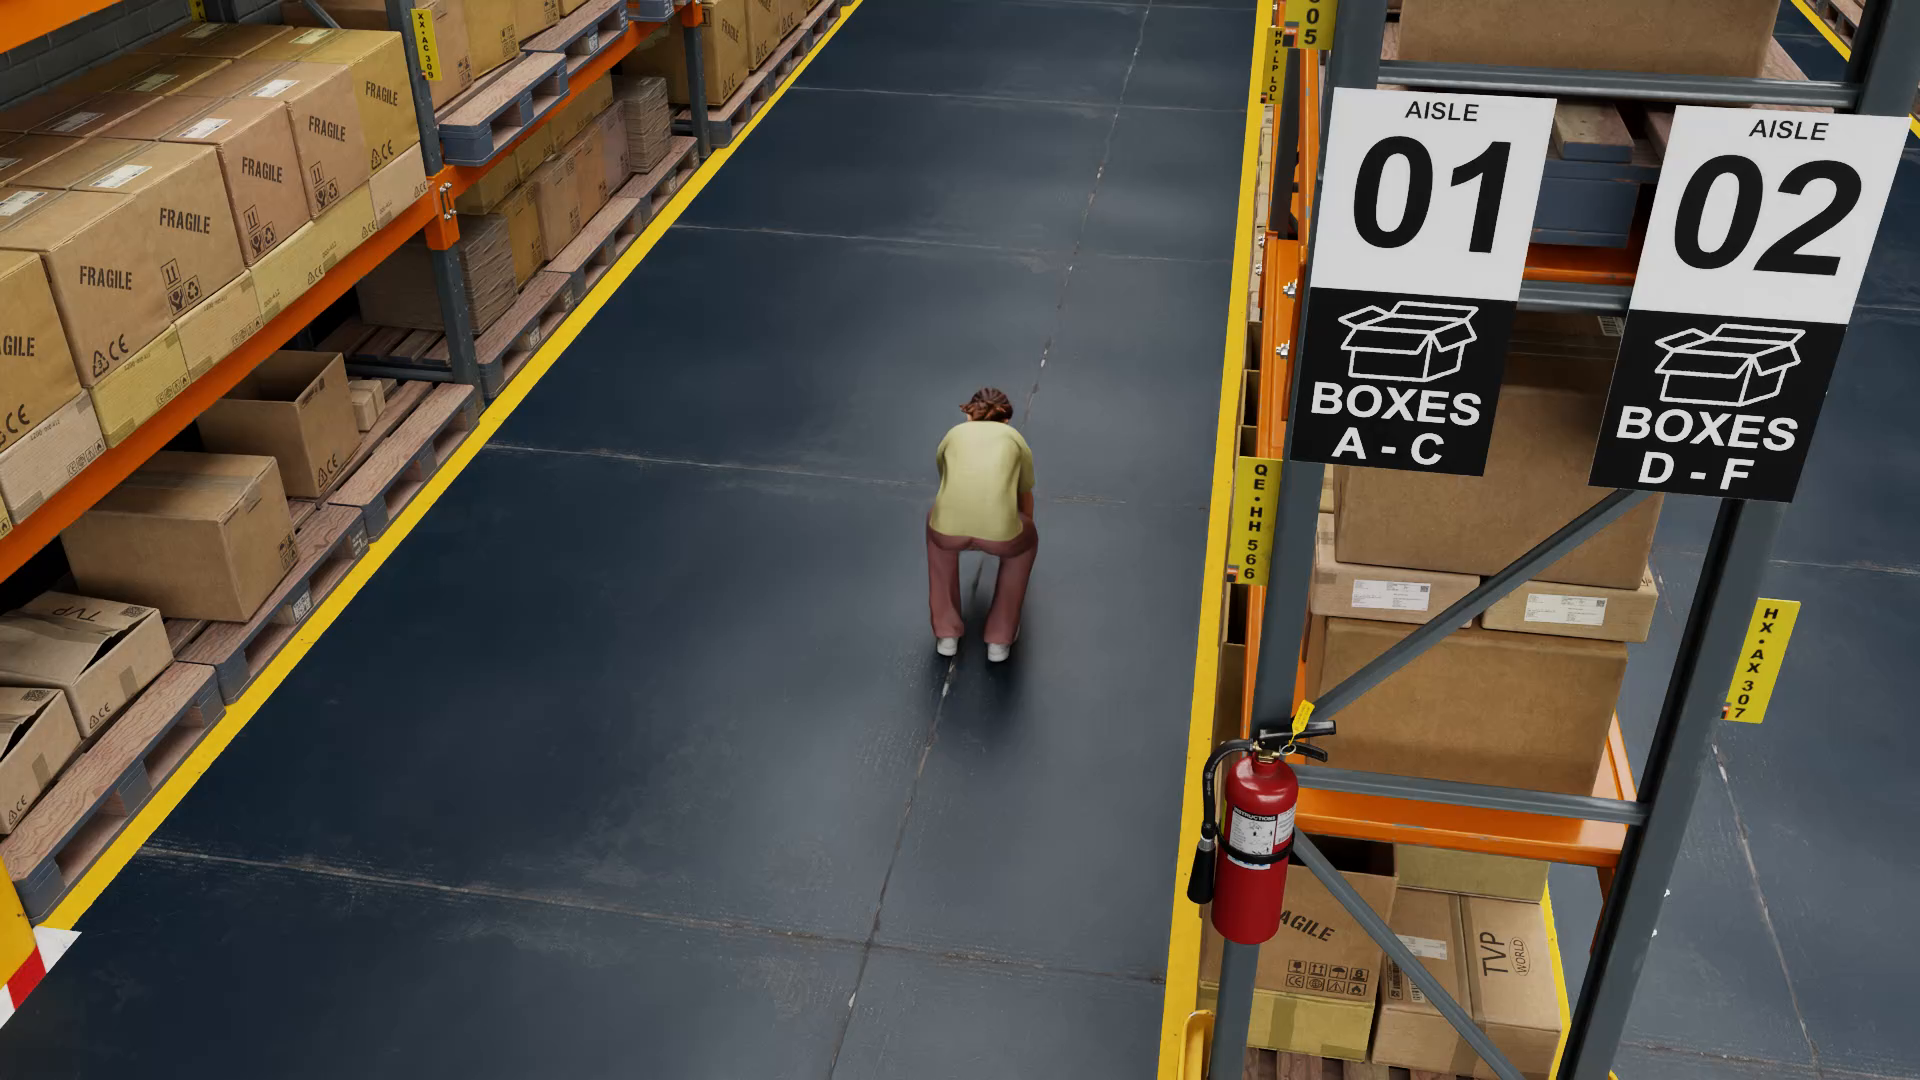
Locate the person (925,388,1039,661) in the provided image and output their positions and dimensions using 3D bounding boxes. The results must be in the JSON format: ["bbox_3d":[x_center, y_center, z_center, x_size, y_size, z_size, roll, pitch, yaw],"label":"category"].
[{"bbox_3d":[0.090,-0.061,6.914,0.476,0.945,0.864,4,33,6],"label":"person"}]
